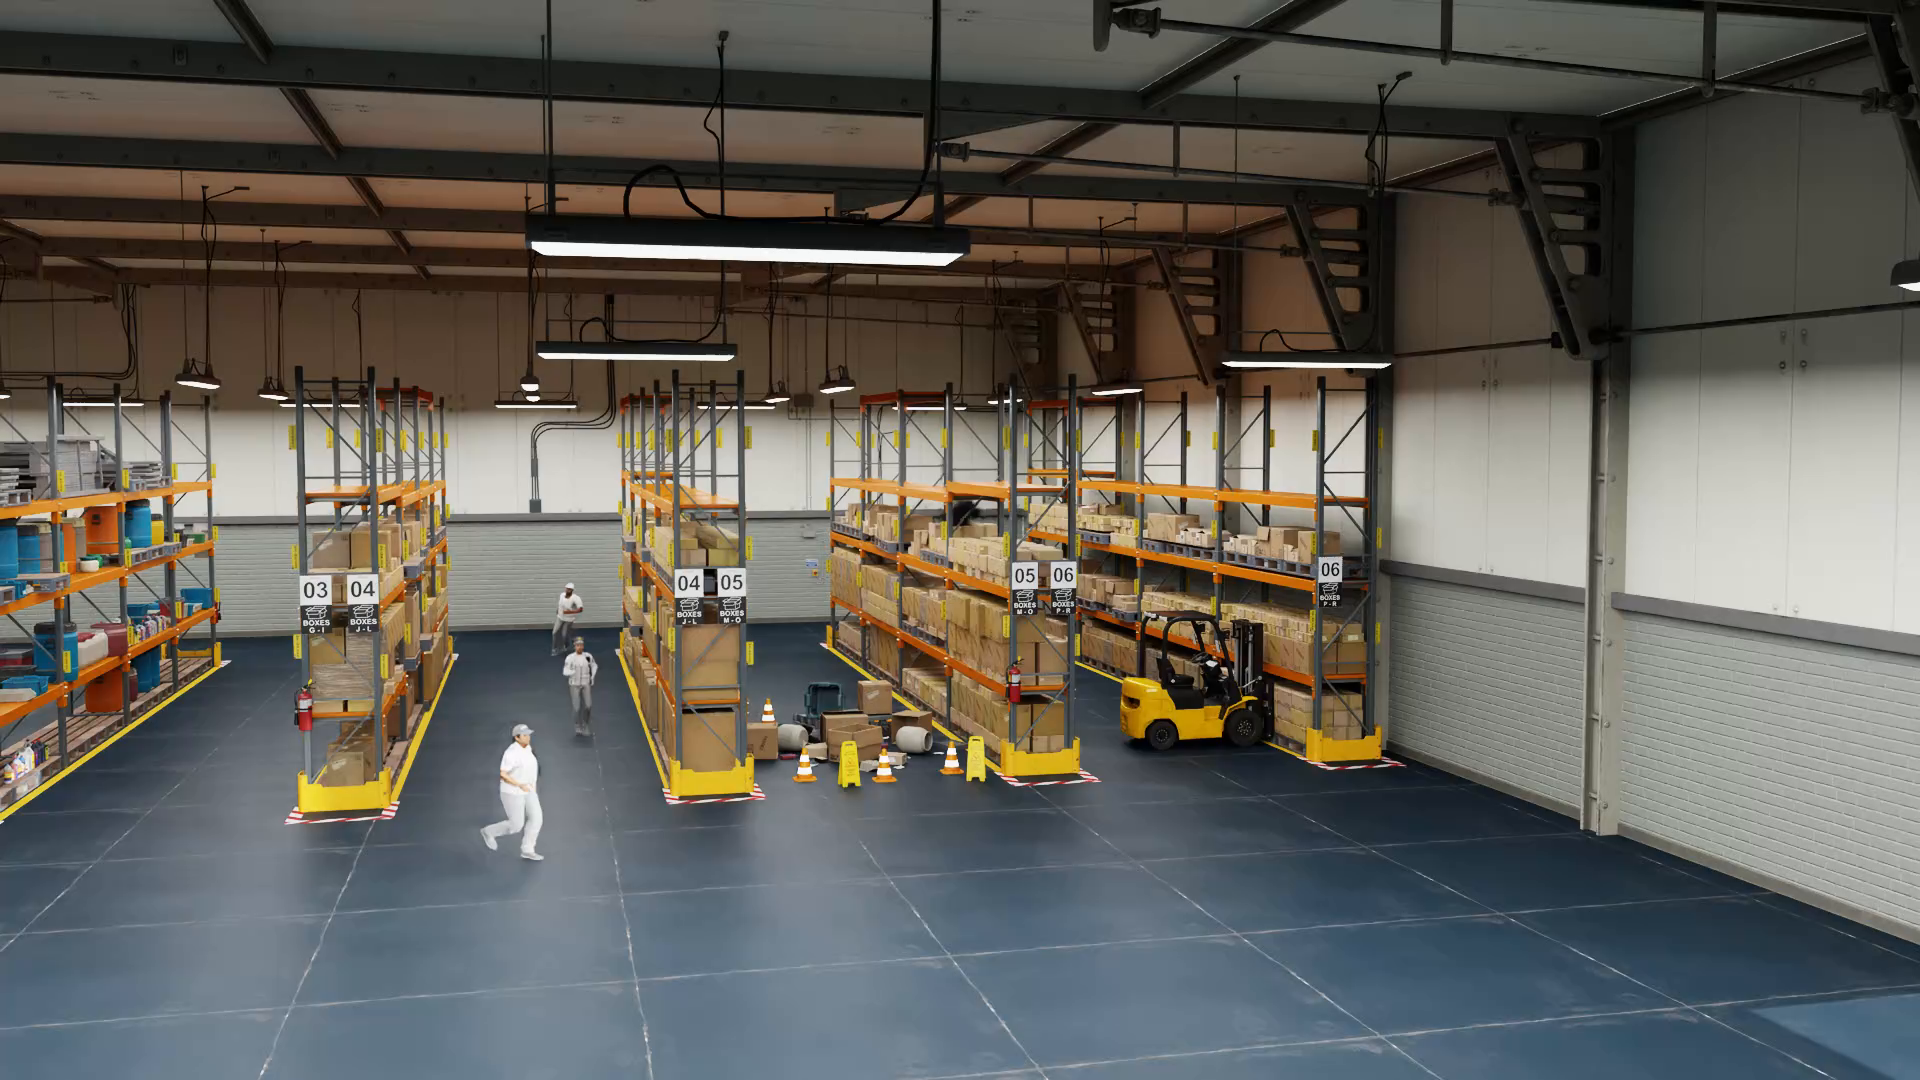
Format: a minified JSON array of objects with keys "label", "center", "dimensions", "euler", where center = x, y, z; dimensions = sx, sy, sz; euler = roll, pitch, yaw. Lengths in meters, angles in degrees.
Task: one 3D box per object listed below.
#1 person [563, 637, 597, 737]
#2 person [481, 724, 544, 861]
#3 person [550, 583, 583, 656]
[{"label":"person","center":[-6.401,2.489,28.115],"dimensions":[0.594,1.707,0.638],"euler":[-1,4,-19]},{"label":"person","center":[-5.337,3.009,19.884],"dimensions":[0.756,1.634,0.599],"euler":[1,4,18]},{"label":"person","center":[-9.115,1.881,38.770],"dimensions":[0.805,1.807,0.682],"euler":[1,4,16]}]
